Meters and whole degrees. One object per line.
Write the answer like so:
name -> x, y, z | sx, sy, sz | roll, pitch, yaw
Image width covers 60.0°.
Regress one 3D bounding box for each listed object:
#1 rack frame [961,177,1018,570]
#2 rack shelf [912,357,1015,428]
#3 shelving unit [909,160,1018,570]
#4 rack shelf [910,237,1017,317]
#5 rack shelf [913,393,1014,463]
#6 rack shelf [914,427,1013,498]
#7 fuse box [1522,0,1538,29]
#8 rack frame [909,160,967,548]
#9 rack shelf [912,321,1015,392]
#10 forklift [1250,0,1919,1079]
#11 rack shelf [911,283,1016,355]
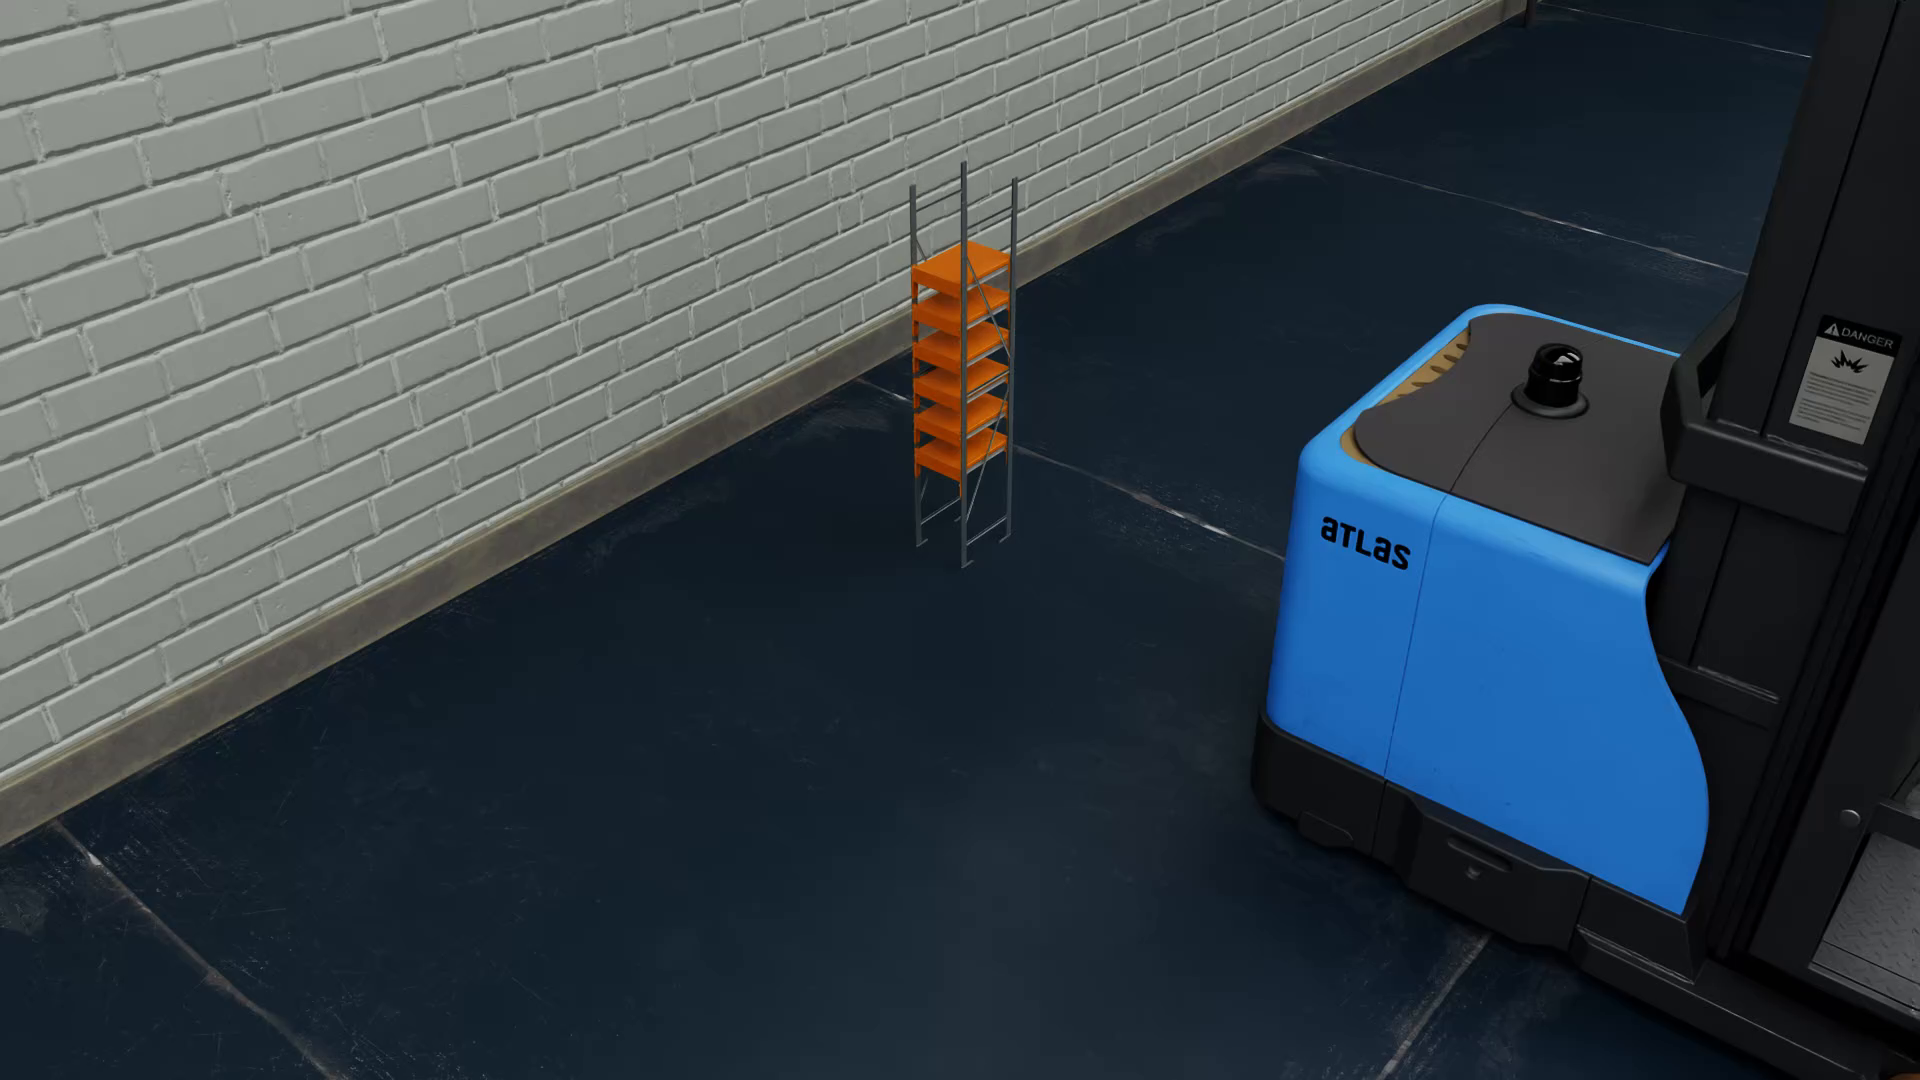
rack frame -> 0.081, -0.456, 4.854 | 0.006, 1.200, 0.240 | 25, 42, 32
rack shelf -> 0.011, -0.453, 4.928 | 0.180, 0.103, 0.258 | 25, 42, 32
shelving unit -> 0.011, -0.489, 4.903 | 0.189, 1.200, 0.258 | 25, 42, 32
rack shelf -> 0.011, -0.749, 4.724 | 0.180, 0.103, 0.258 | 25, 42, 32
rack shelf -> 0.011, -0.354, 4.996 | 0.180, 0.103, 0.258 | 25, 42, 32
rack shelf -> 0.011, -0.255, 5.064 | 0.180, 0.103, 0.258 | 25, 42, 32
fuse box -> 3.287, -3.642, 9.042 | 0.414, 1.711, 0.539 | 25, 42, 32
rack frame -> -0.059, -0.523, 4.951 | 0.006, 1.200, 0.240 | 25, 42, 32
rack shelf -> 0.011, -0.552, 4.860 | 0.180, 0.103, 0.258 | 25, 42, 32
forklift -> 2.206, -0.219, 2.980 | 3.031, 2.935, 1.130 | 24, 41, 31
rack shelf -> 0.011, -0.651, 4.792 | 0.180, 0.103, 0.258 | 25, 42, 32
